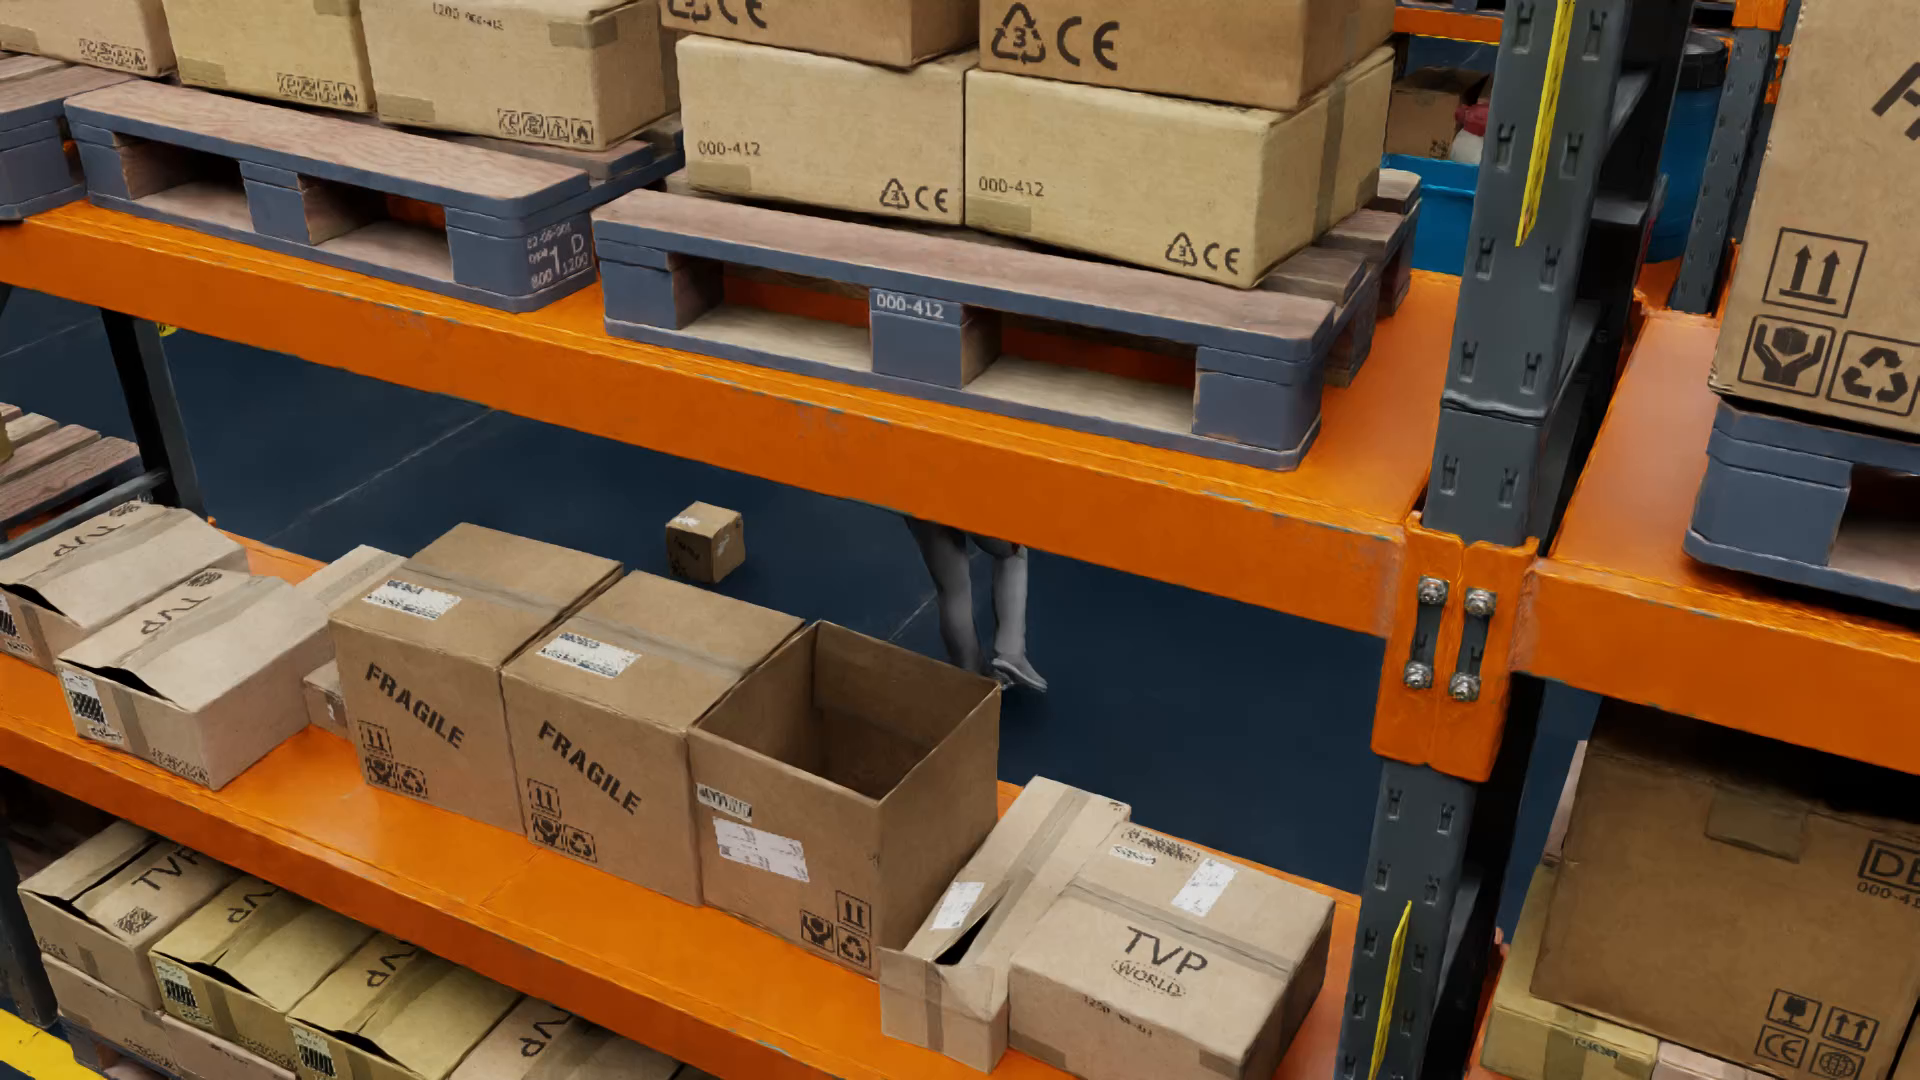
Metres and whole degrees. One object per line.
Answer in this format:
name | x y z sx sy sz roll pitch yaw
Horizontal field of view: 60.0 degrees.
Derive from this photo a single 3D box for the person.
person | 0.048 -0.136 6.348 0.664 1.656 0.438 9 31 15
